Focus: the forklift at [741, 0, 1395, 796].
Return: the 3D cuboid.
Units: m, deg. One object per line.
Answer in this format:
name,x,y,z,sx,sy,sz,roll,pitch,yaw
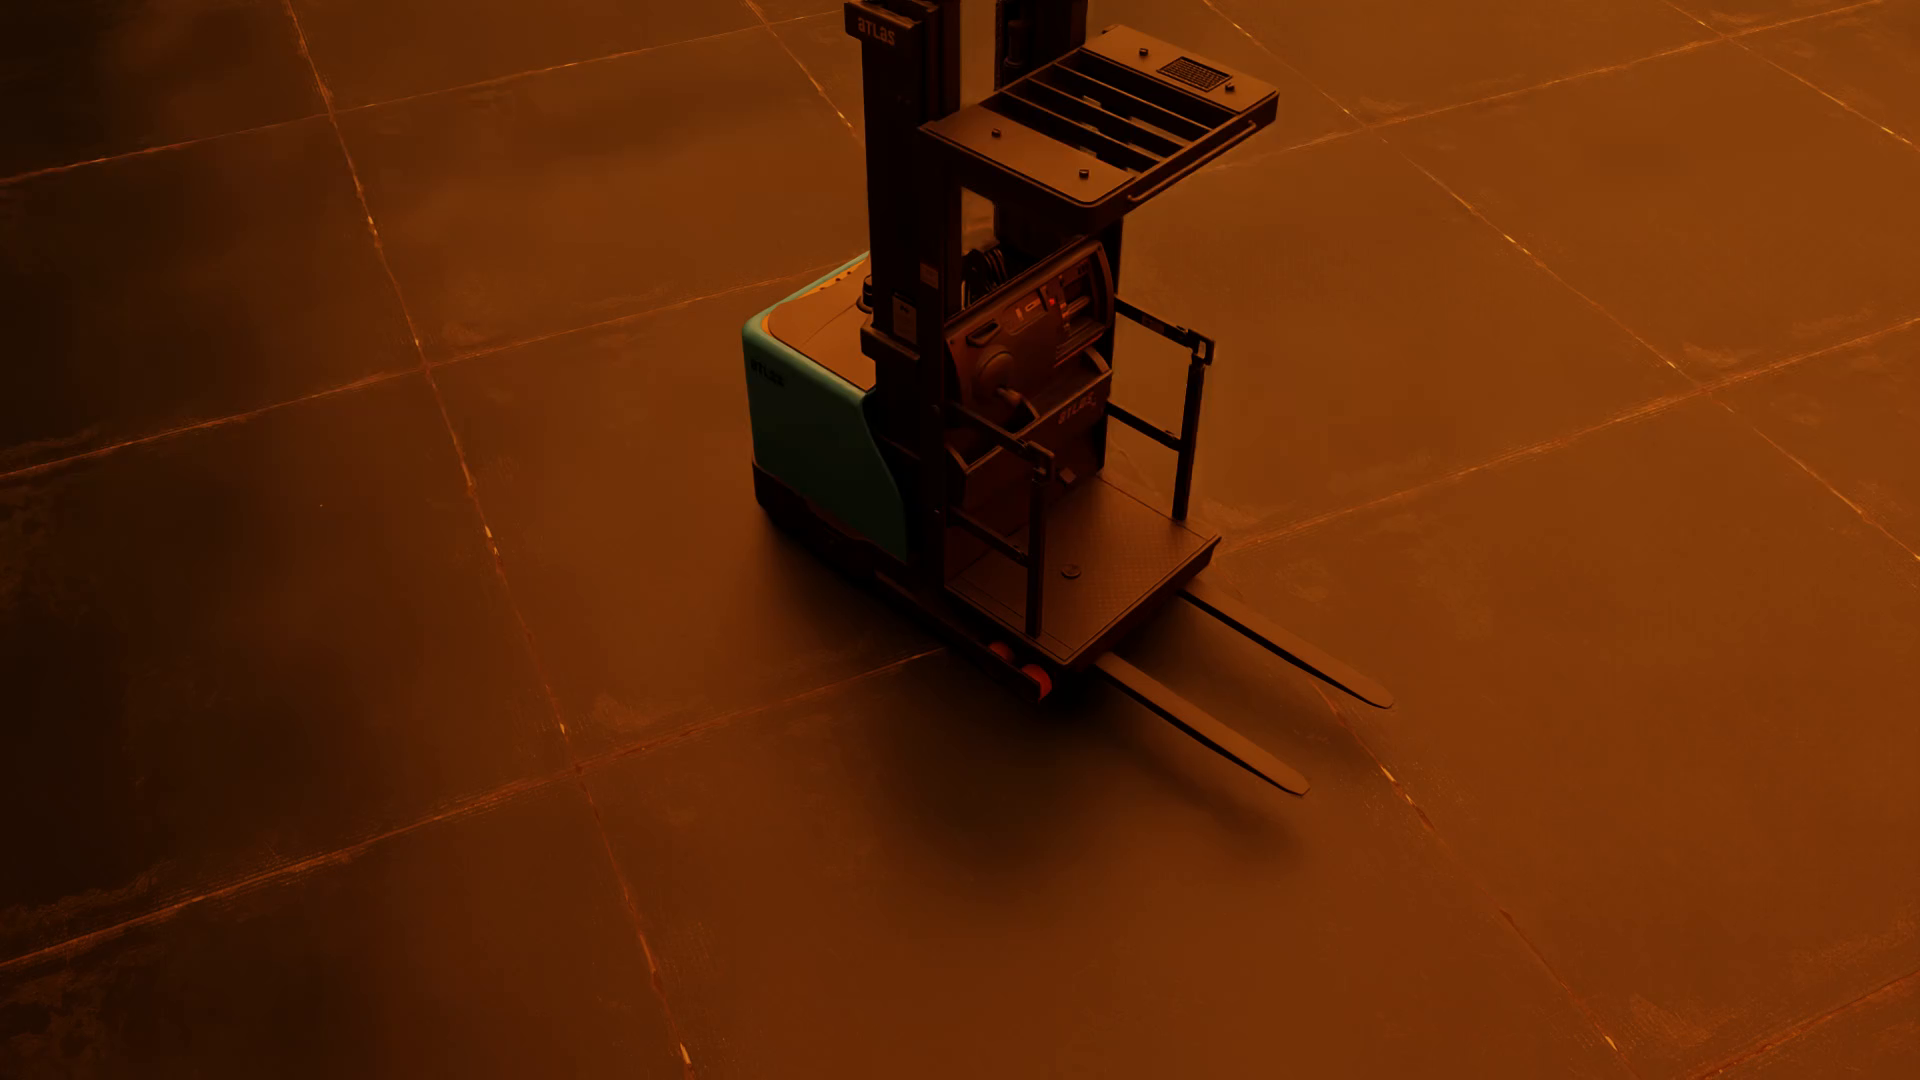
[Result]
forklift,0.445,-0.788,6.525,3.031,2.935,1.130,32,52,30
